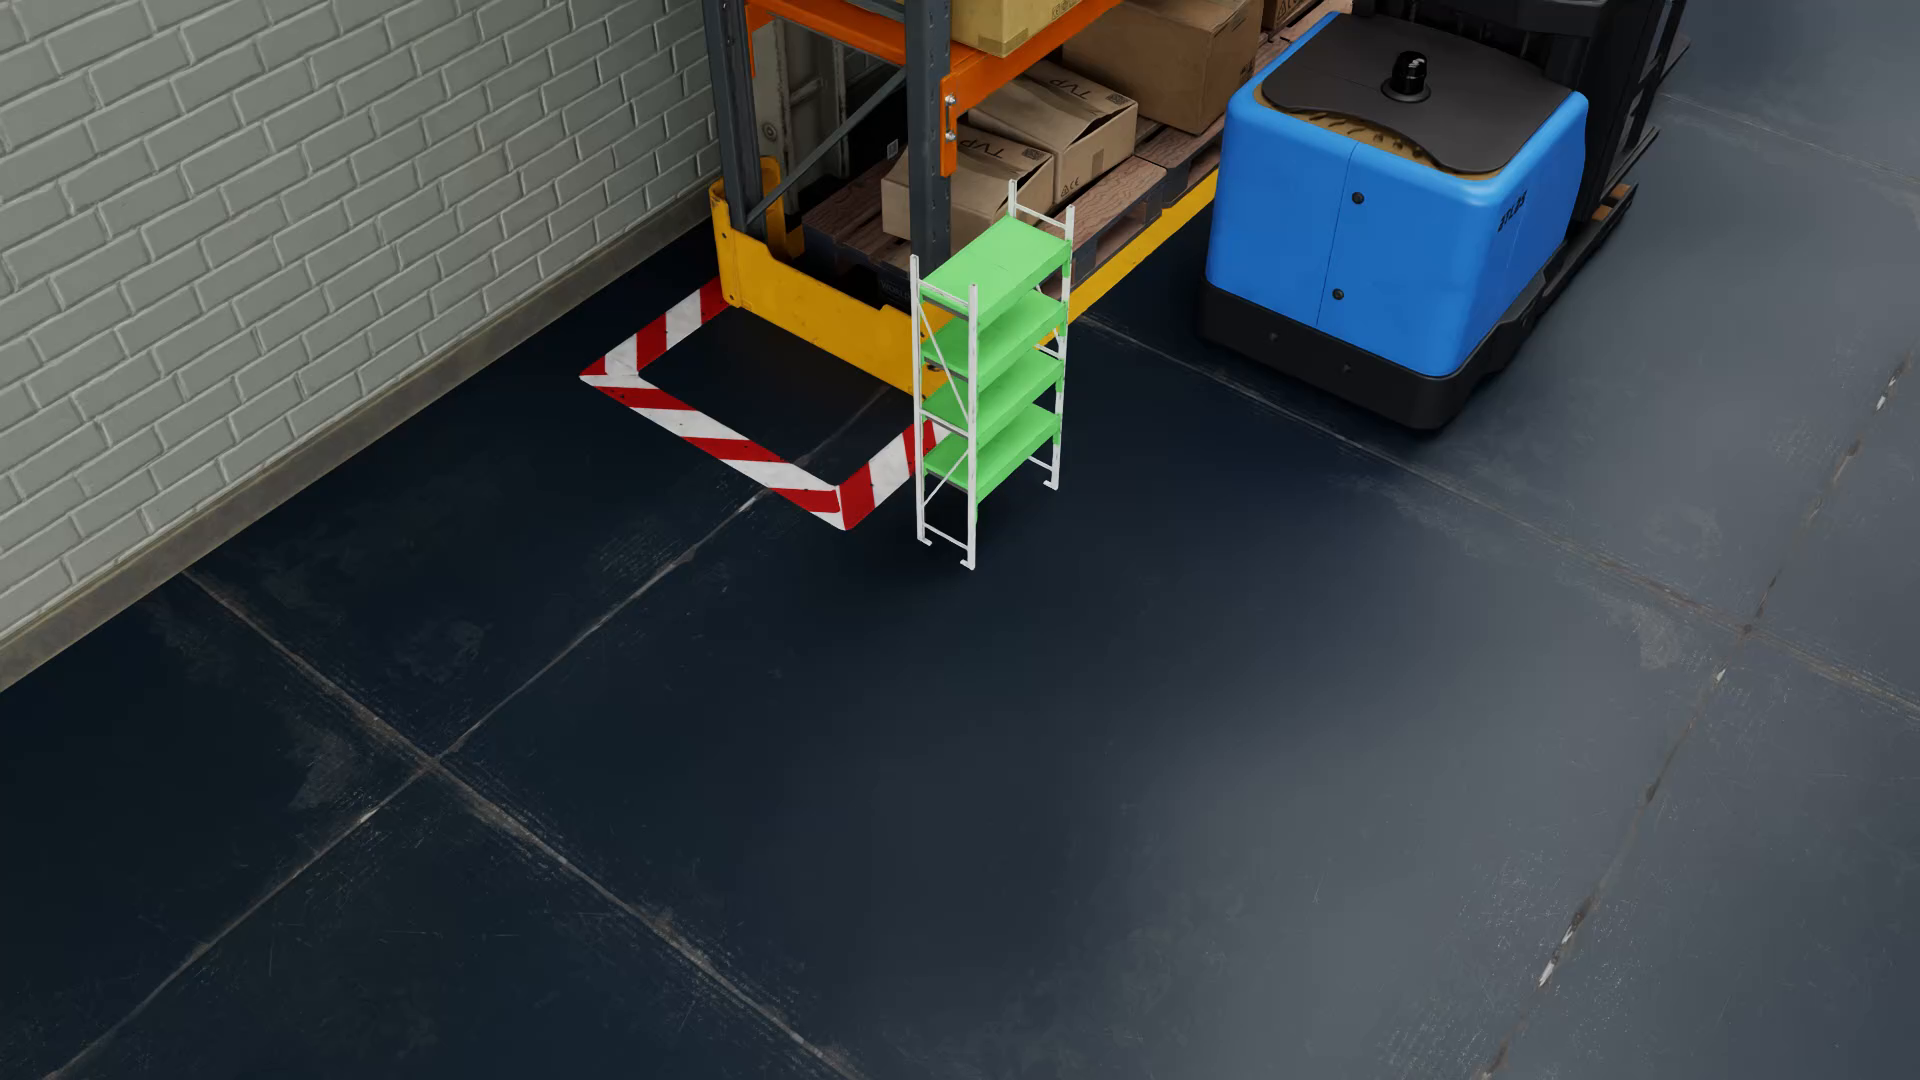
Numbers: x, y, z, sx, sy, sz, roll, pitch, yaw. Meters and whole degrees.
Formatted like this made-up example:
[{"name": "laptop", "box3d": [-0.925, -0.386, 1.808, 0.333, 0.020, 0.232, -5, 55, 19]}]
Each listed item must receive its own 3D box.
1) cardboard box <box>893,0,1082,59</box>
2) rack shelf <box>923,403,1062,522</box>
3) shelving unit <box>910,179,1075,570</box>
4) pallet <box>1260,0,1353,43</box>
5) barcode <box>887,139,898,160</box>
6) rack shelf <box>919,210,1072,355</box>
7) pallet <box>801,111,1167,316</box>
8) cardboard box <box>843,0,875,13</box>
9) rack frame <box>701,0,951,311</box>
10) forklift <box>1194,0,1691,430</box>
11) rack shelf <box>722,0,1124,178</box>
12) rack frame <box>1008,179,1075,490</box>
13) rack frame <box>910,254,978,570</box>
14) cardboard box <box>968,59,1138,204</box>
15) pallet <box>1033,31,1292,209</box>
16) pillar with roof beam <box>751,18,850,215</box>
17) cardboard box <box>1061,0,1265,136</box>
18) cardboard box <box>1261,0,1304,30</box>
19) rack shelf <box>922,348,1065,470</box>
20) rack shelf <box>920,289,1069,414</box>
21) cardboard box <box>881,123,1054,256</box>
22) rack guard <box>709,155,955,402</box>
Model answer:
[{"name": "cardboard box", "box3d": [0.088, -1.907, 5.587, 0.500, 0.250, 0.500, 28, 52, 24]}, {"name": "rack shelf", "box3d": [0.101, -0.299, 5.626, 0.258, 0.148, 0.480, 29, 53, 25]}, {"name": "shelving unit", "box3d": [0.101, -0.509, 5.407, 0.258, 1.200, 0.503, 29, 53, 25]}, {"name": "pallet", "box3d": [1.601, -2.739, 8.220, 1.003, 0.211, 1.213, 29, 53, 25]}, {"name": "barcode", "box3d": [-0.273, -1.583, 6.737, 0.001, 0.075, 0.075, 29, 53, 25]}, {"name": "rack shelf", "box3d": [0.101, -0.797, 5.106, 0.258, 0.148, 0.480, 29, 53, 25]}, {"name": "pallet", "box3d": [0.110, -1.343, 6.887, 1.003, 0.211, 1.213, 29, 53, 25]}, {"name": "cardboard box", "box3d": [-0.329, -2.121, 5.792, 0.500, 0.250, 0.500, 30, 53, 25]}, {"name": "rack frame", "box3d": [-0.462, -1.813, 5.408, 1.000, 3.000, 0.127, 29, 53, 25]}, {"name": "forklift", "box3d": [2.190, -2.437, 6.051, 1.130, 2.935, 3.031, 28, 52, 24]}, {"name": "rack shelf", "box3d": [0.761, -2.709, 6.761, 1.077, 0.370, 4.000, 29, 53, 25]}, {"name": "rack frame", "box3d": [0.250, -0.649, 5.540, 0.240, 1.200, 0.015, 29, 53, 25]}, {"name": "rack frame", "box3d": [-0.048, -0.370, 5.273, 0.240, 1.200, 0.015, 29, 53, 25]}, {"name": "cardboard box", "box3d": [0.381, -1.719, 6.873, 0.500, 0.311, 0.500, 34, 55, 28]}, {"name": "pallet", "box3d": [0.856, -2.038, 7.551, 1.003, 0.211, 1.213, 29, 53, 25]}, {"name": "pillar with roof beam", "box3d": [2.689, -2.765, 2.168, 9.100, 9.000, 0.400, 29, 53, 25]}, {"name": "cardboard box", "box3d": [0.869, -2.182, 7.184, 0.700, 0.500, 0.500, 26, 52, 23]}, {"name": "cardboard box", "box3d": [1.381, -2.779, 7.755, 0.500, 0.500, 0.500, 25, 51, 22]}, {"name": "rack shelf", "box3d": [0.101, -0.465, 5.453, 0.258, 0.148, 0.480, 29, 53, 25]}, {"name": "rack shelf", "box3d": [0.101, -0.631, 5.279, 0.258, 0.148, 0.480, 29, 53, 25]}, {"name": "cardboard box", "box3d": [0.033, -1.392, 6.561, 0.500, 0.311, 0.500, 24, 51, 21]}, {"name": "rack guard", "box3d": [-0.415, -0.993, 6.353, 1.175, 0.500, 0.348, 29, 53, 25]}]
